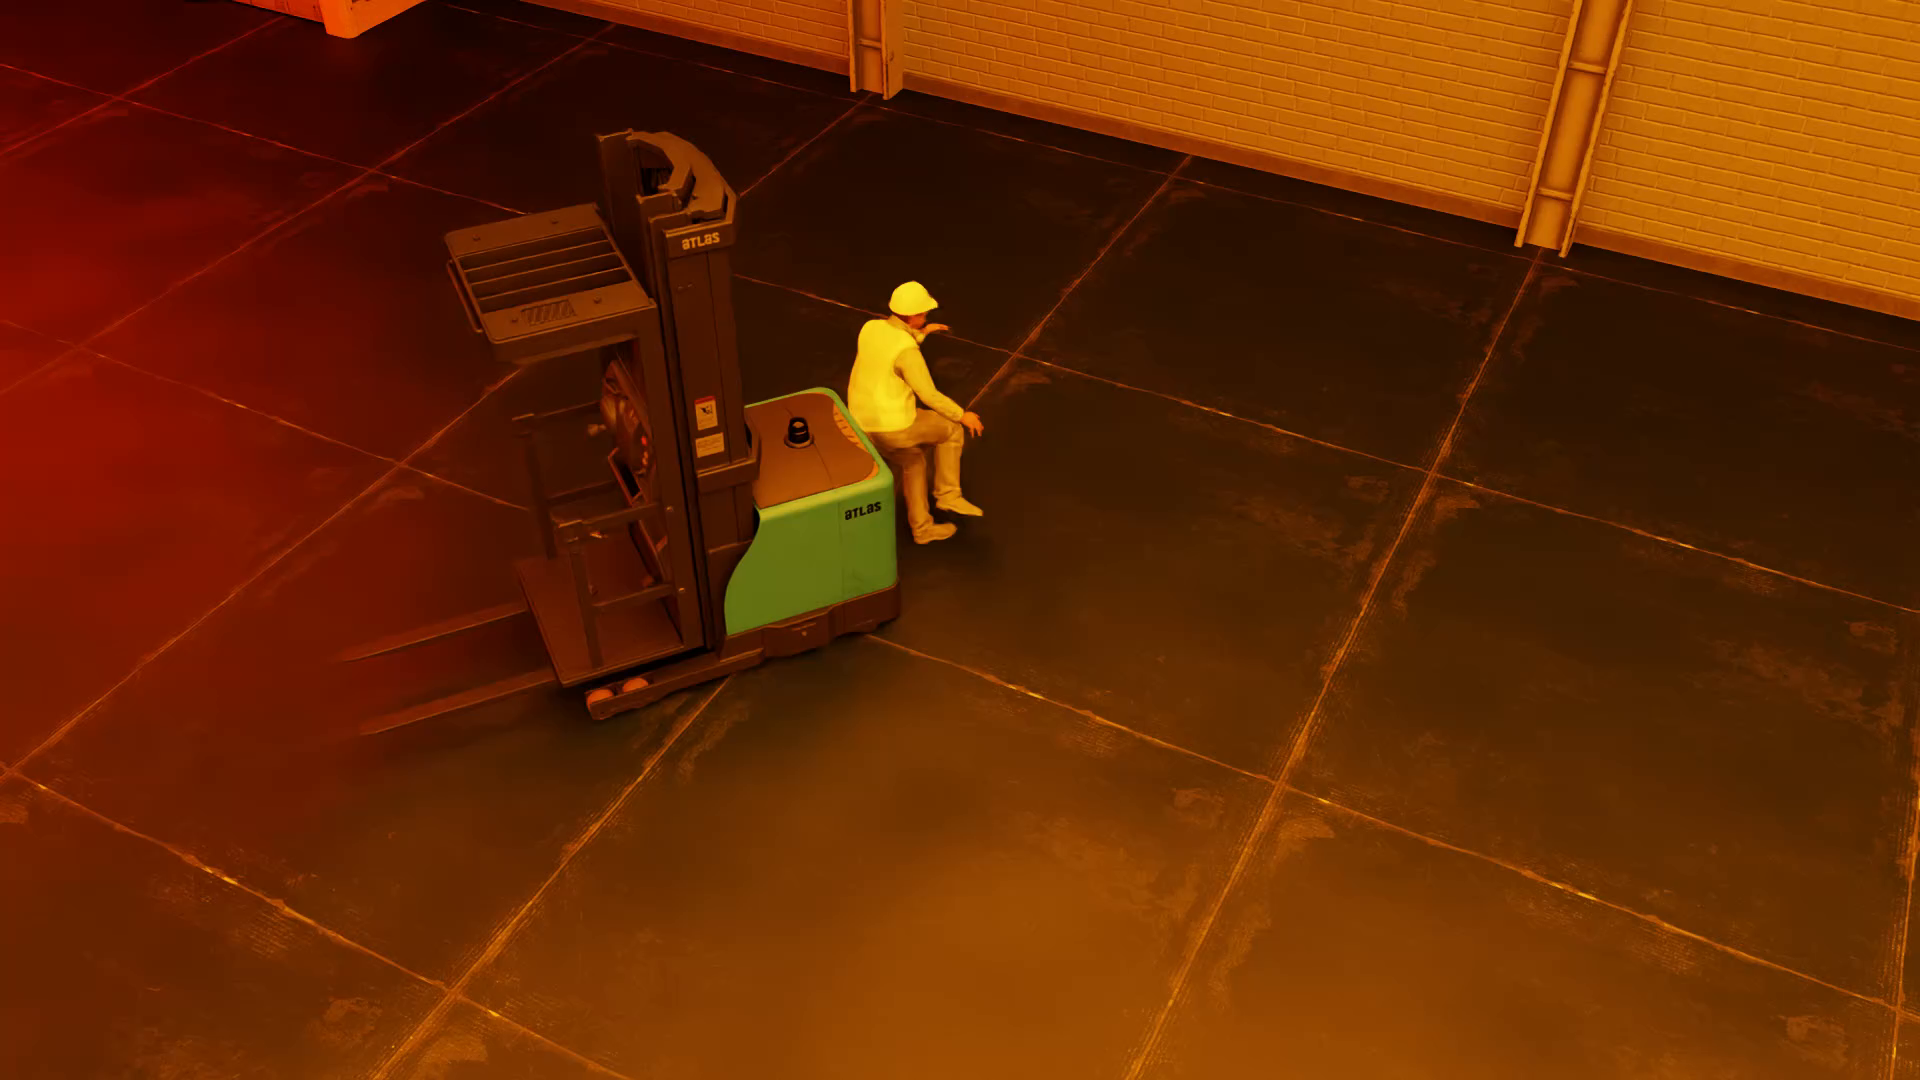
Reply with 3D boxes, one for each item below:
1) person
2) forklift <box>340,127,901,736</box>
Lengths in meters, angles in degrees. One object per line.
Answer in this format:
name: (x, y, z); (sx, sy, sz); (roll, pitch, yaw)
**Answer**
person: (-0.241, -0.815, 10.058); (0.948, 1.543, 0.883); (27, 47, 28)
forklift: (-1.905, -0.532, 8.618); (3.031, 2.935, 1.130); (-17, 43, -19)
